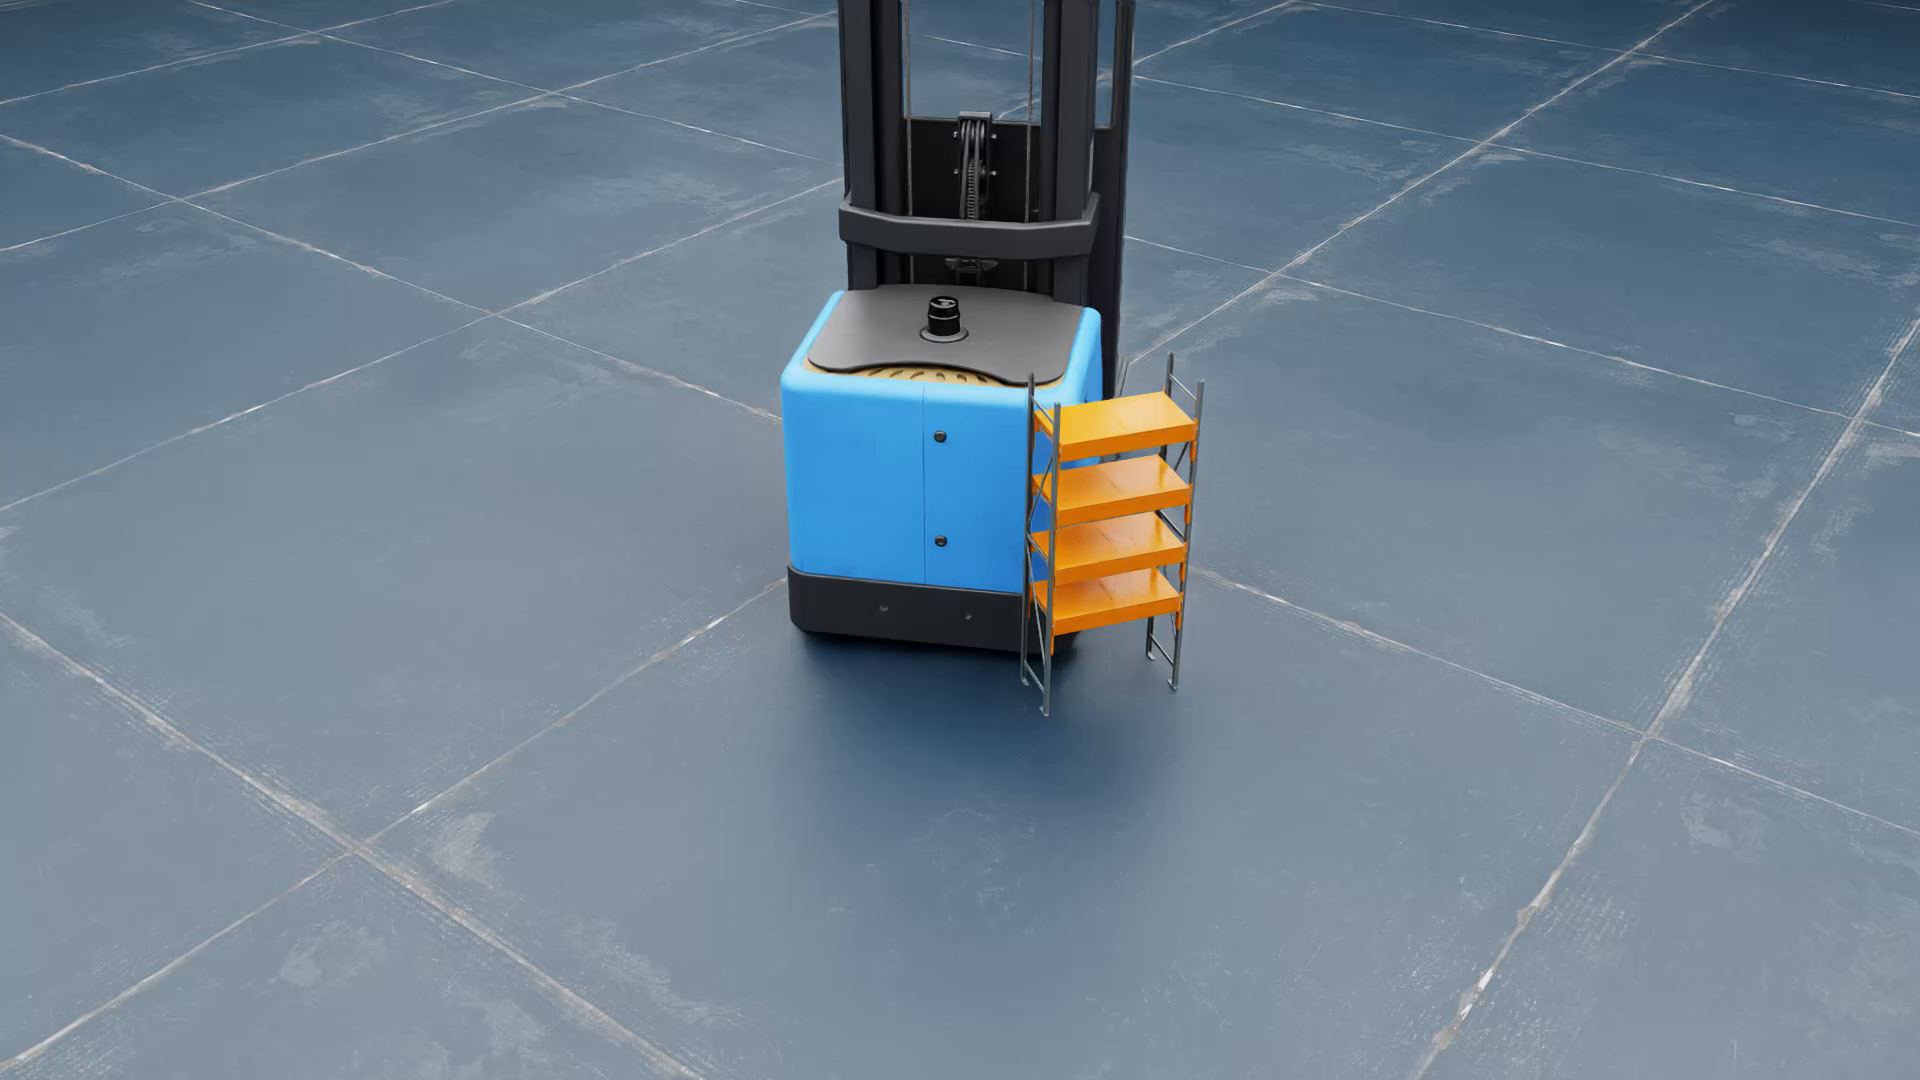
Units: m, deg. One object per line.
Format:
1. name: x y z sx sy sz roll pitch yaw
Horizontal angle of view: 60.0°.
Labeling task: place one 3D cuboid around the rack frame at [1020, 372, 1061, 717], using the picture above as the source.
1. rack frame: 0.262 0.037 5.508 0.015 1.200 0.240 -10 33 -16

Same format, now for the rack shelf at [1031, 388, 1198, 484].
1. rack shelf: 0.493 -0.340 5.373 0.480 0.148 0.258 -10 33 -16

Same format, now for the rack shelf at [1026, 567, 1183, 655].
1. rack shelf: 0.491 0.223 5.715 0.480 0.148 0.258 -10 33 -16

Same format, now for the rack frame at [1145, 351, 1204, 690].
1. rack frame: 0.722 -0.045 5.646 0.015 1.200 0.240 -10 33 -16

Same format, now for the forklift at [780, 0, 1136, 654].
1. forklift: 0.138 -1.589 6.557 1.130 2.935 3.031 5 31 9

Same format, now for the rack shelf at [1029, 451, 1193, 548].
1. rack shelf: 0.493 -0.138 5.496 0.480 0.148 0.258 -10 33 -16

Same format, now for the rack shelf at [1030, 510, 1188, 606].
1. rack shelf: 0.492 0.053 5.612 0.480 0.148 0.258 -10 33 -16

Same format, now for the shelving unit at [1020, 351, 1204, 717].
1. shelving unit: 0.492 -0.004 5.577 0.503 1.200 0.258 -10 33 -16
